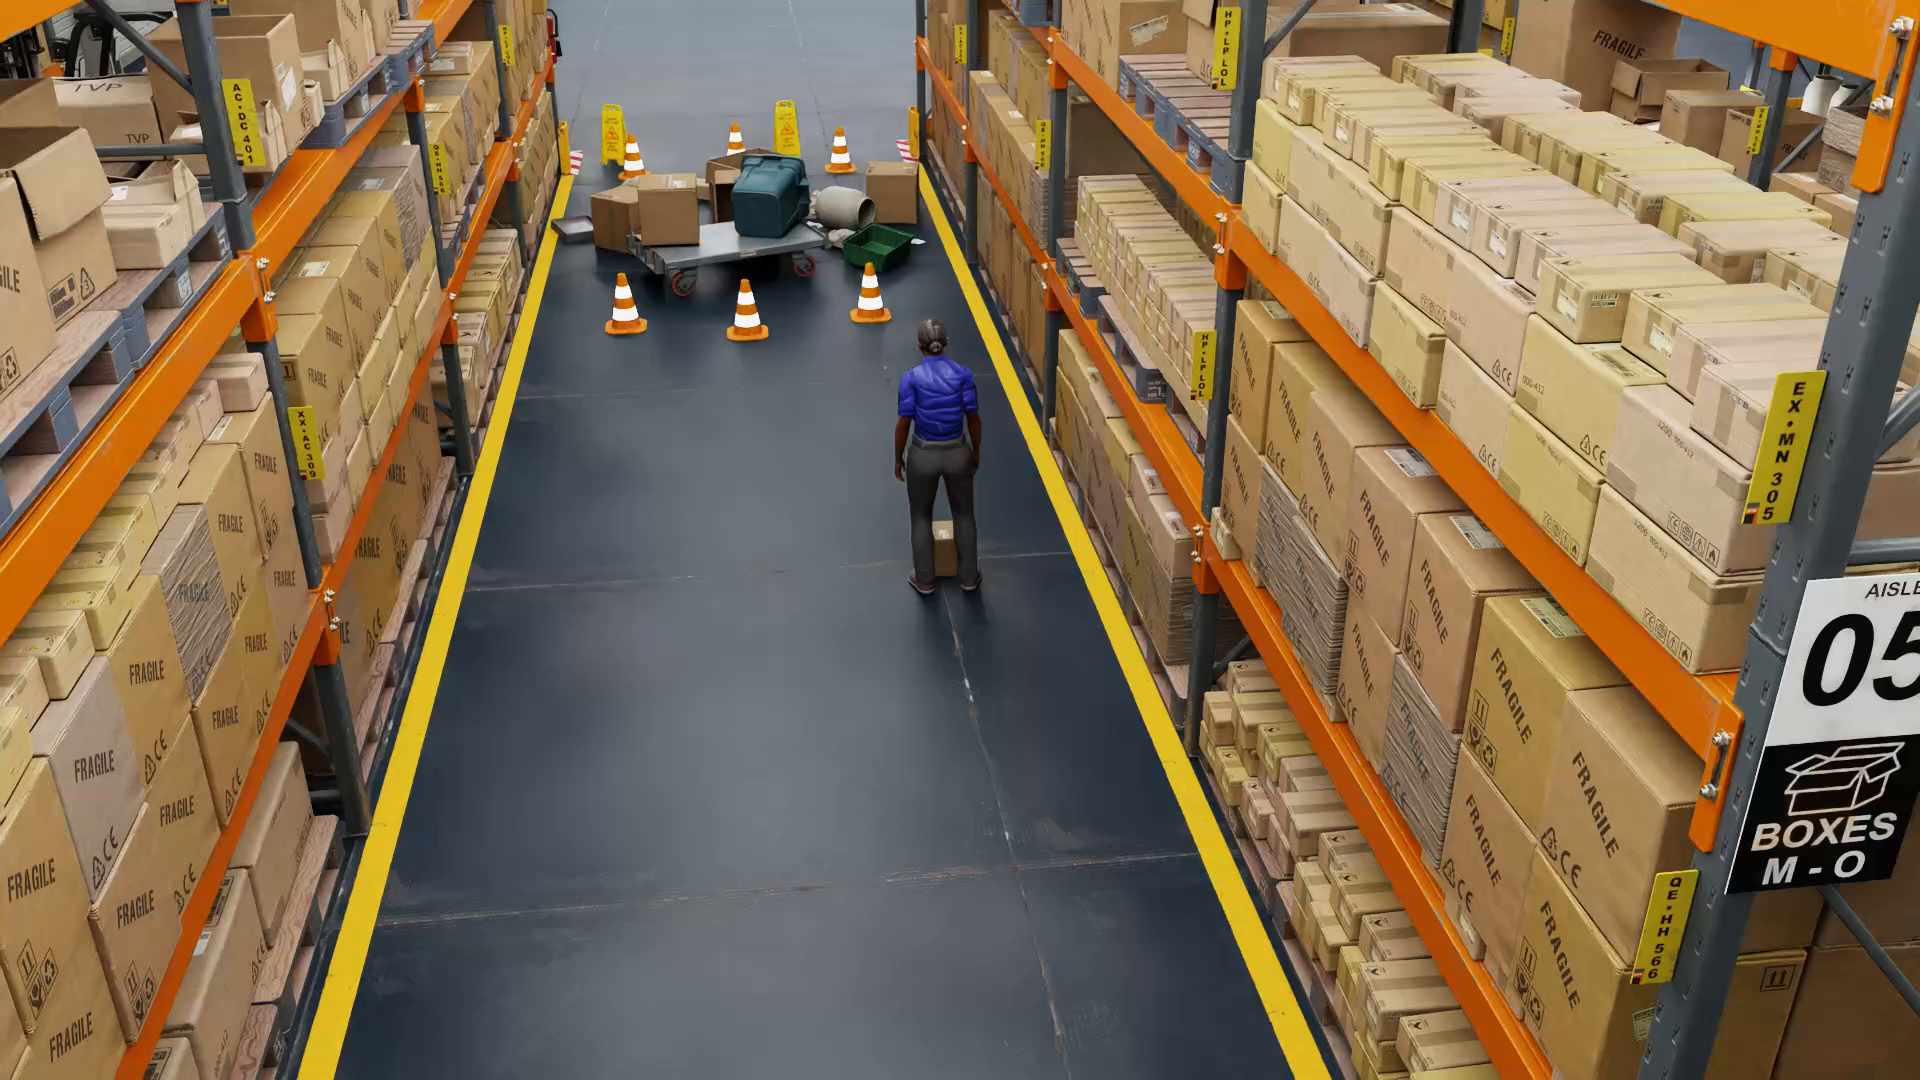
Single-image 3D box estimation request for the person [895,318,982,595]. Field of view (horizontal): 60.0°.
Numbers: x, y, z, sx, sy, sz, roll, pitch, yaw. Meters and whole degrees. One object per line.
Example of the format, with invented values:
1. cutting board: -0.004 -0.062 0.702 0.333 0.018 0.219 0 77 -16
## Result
1. person: -0.114 -0.466 9.525 0.527 1.655 0.348 -5 28 -9
